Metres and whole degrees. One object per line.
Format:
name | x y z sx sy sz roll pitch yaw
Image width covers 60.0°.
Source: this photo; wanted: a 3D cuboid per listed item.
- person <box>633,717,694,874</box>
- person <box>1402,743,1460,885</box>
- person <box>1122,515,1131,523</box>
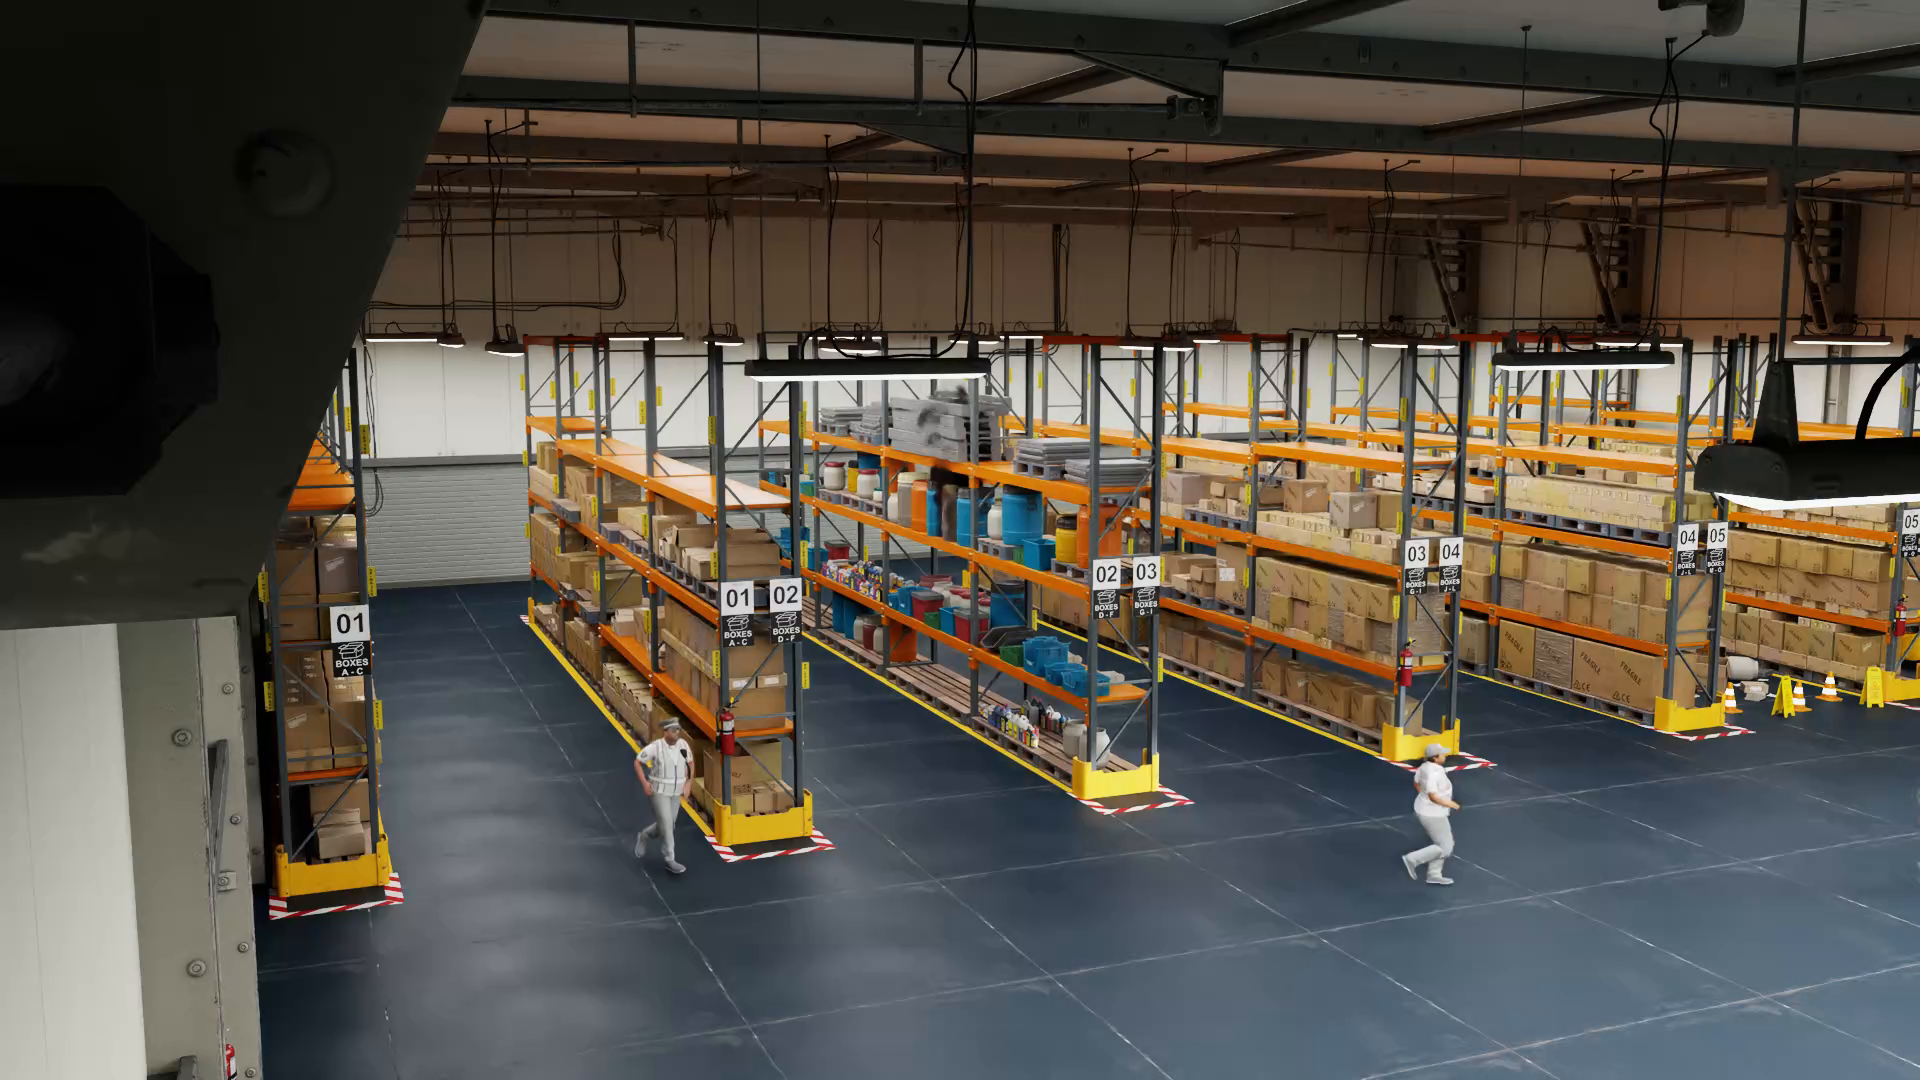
person | -3.402 2.909 19.309 0.734 1.749 0.891 -7 11 -44
person | 5.250 3.062 18.614 0.616 1.620 0.603 0 8 1
person | 3.781 0.002 41.172 0.951 1.699 0.849 -3 8 -22
